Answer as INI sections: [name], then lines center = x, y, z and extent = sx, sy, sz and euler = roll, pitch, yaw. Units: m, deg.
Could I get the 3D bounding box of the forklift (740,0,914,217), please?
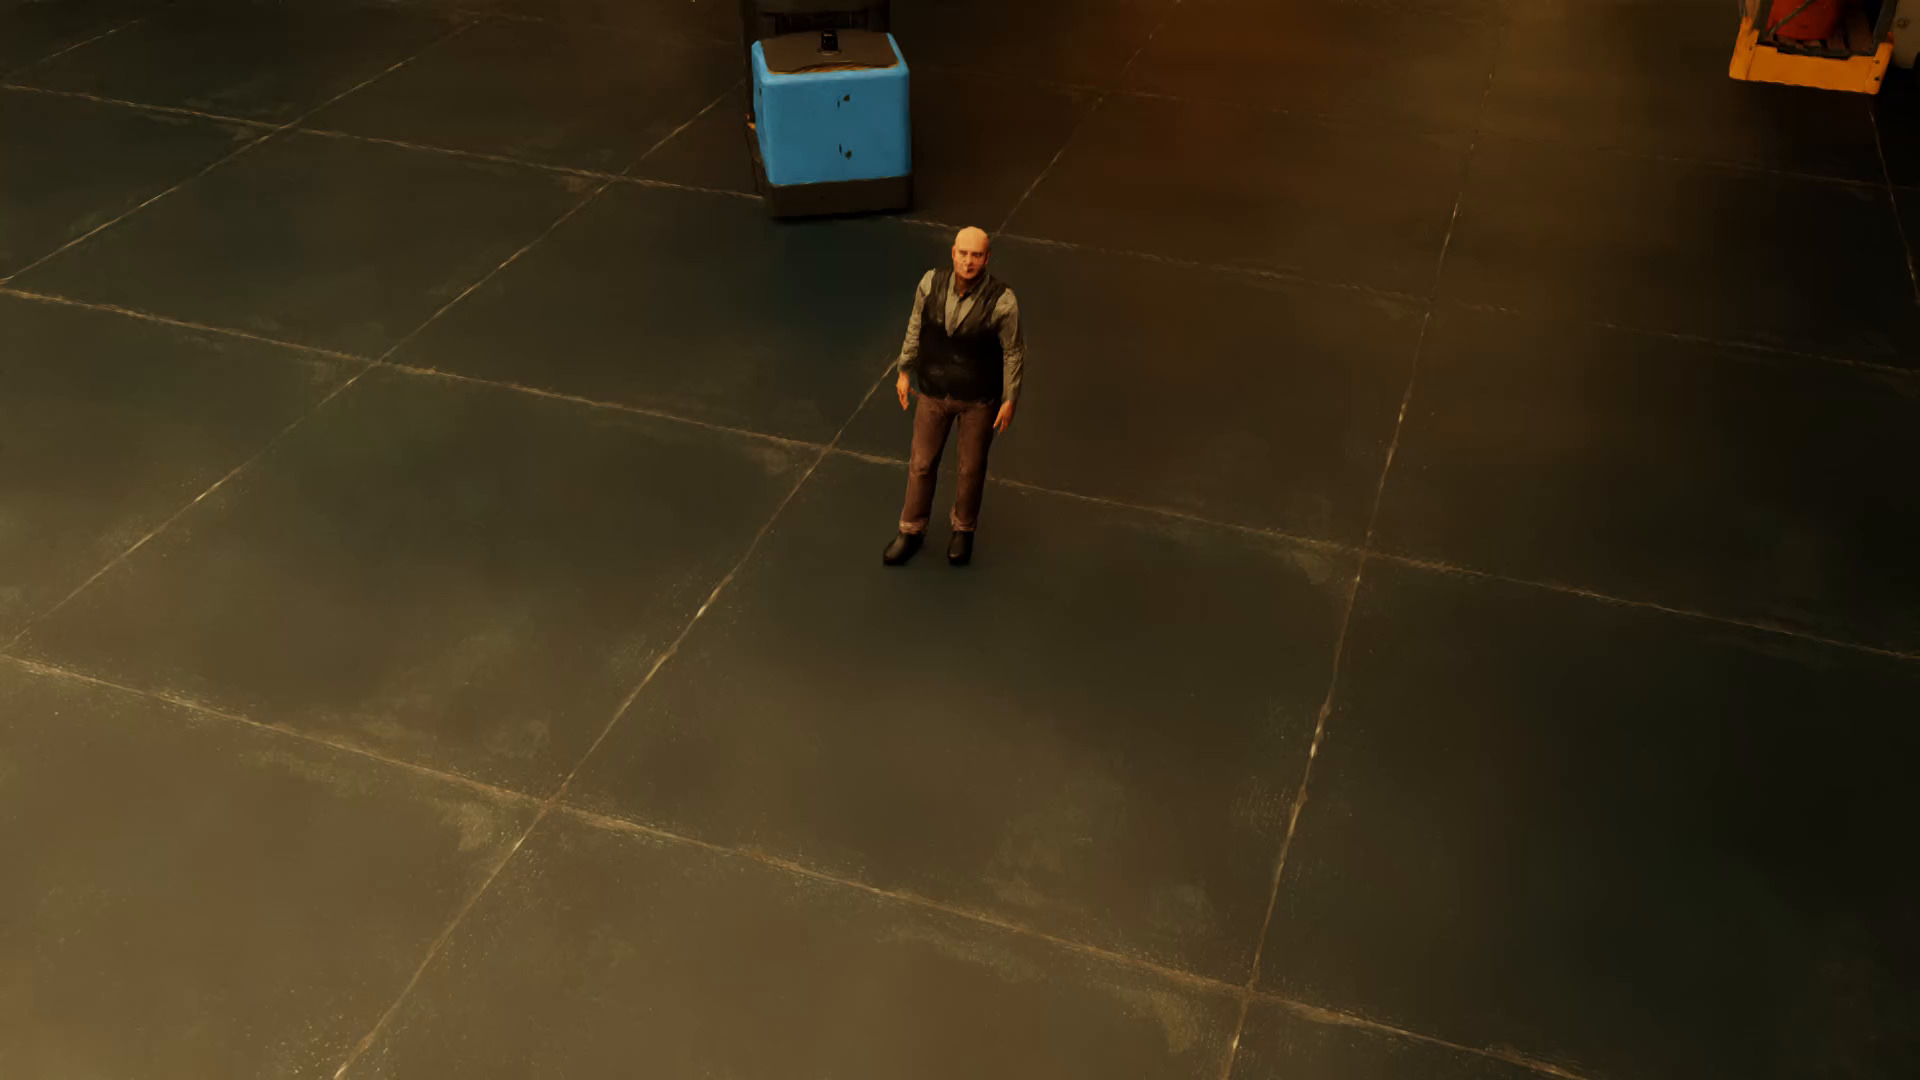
[forklift]
center = -1.109, -4.321, 12.206
extent = 1.130, 2.935, 3.031
euler = -6, 36, -9

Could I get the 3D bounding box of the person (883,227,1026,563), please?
[person]
center = -0.028, -0.675, 8.097
extent = 0.632, 1.720, 0.567
euler = 12, 37, 16
